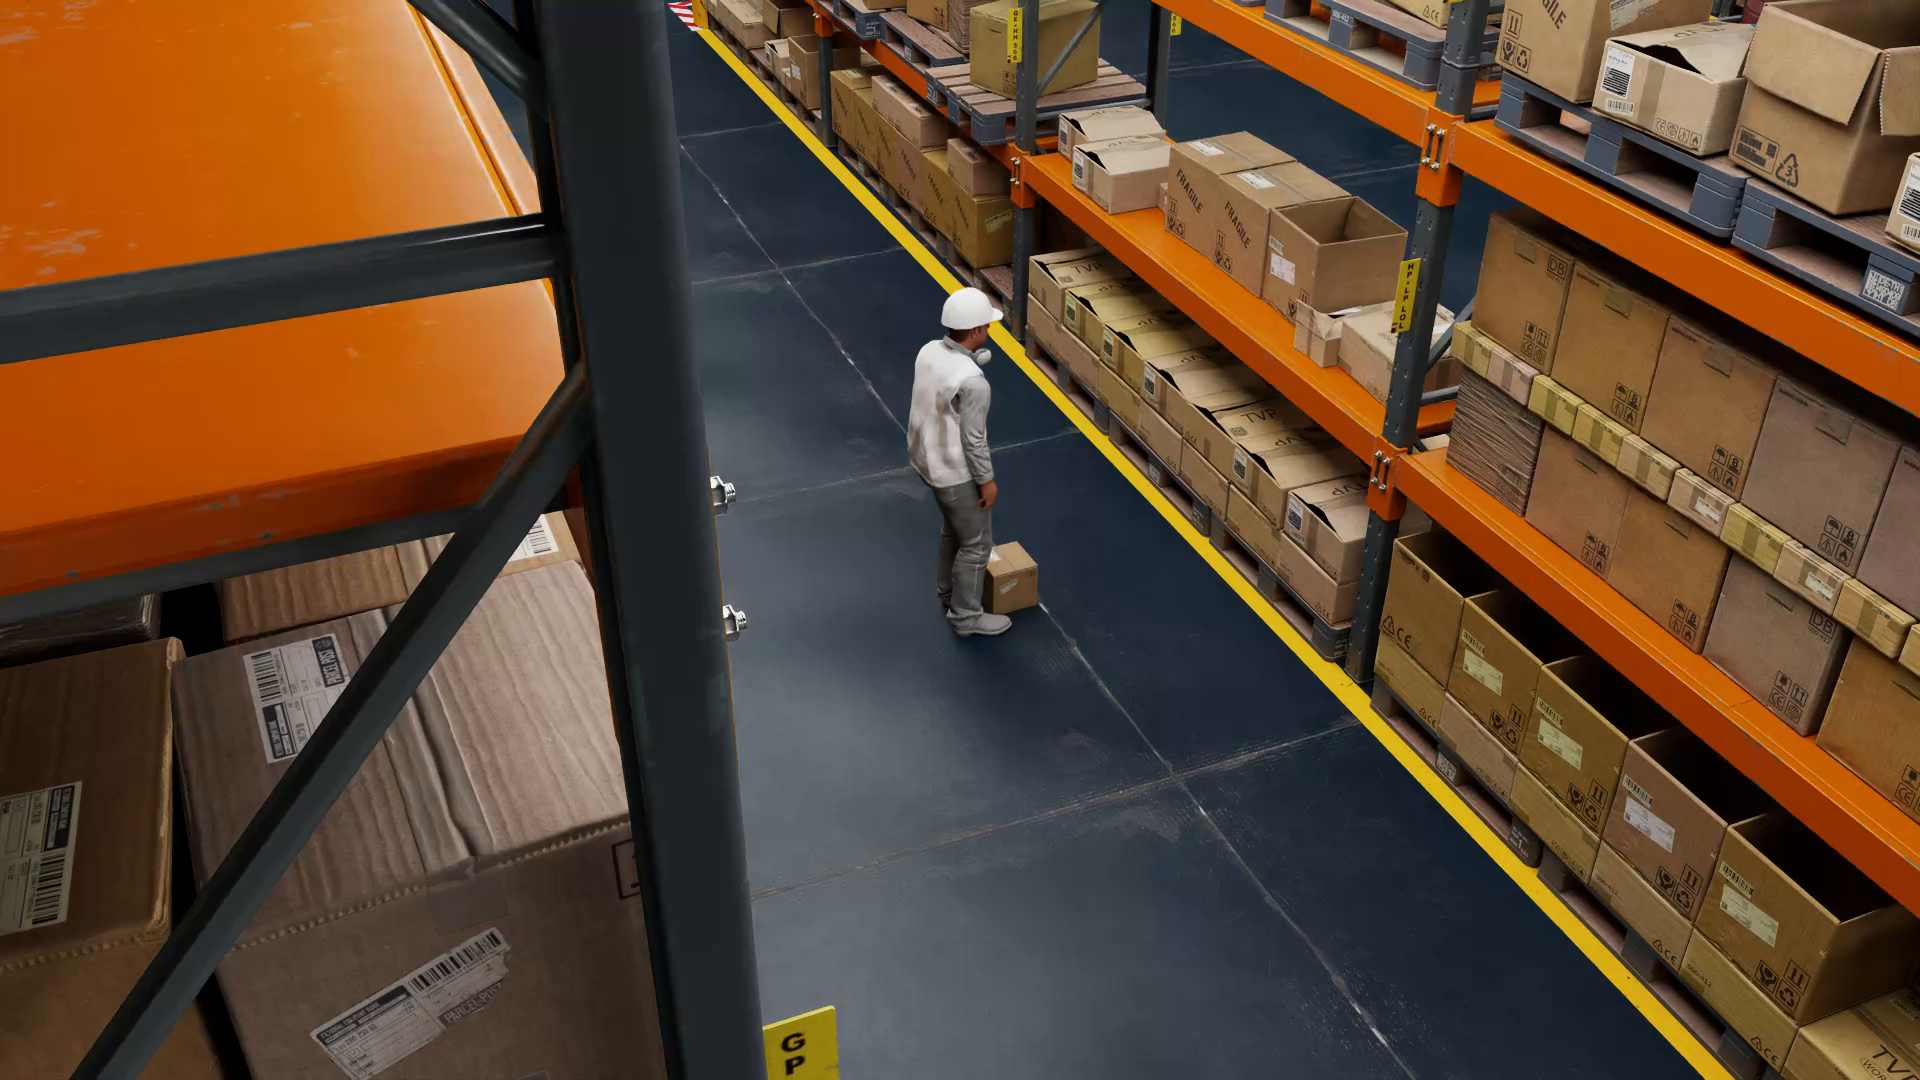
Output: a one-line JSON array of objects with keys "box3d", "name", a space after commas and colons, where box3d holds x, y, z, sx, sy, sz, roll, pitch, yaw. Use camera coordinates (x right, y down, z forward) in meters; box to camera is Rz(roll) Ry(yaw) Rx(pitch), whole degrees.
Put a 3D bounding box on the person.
[{"box3d": [-0.004, -0.383, 8.088, 0.475, 1.771, 0.592, -15, 36, -22], "name": "person"}]
